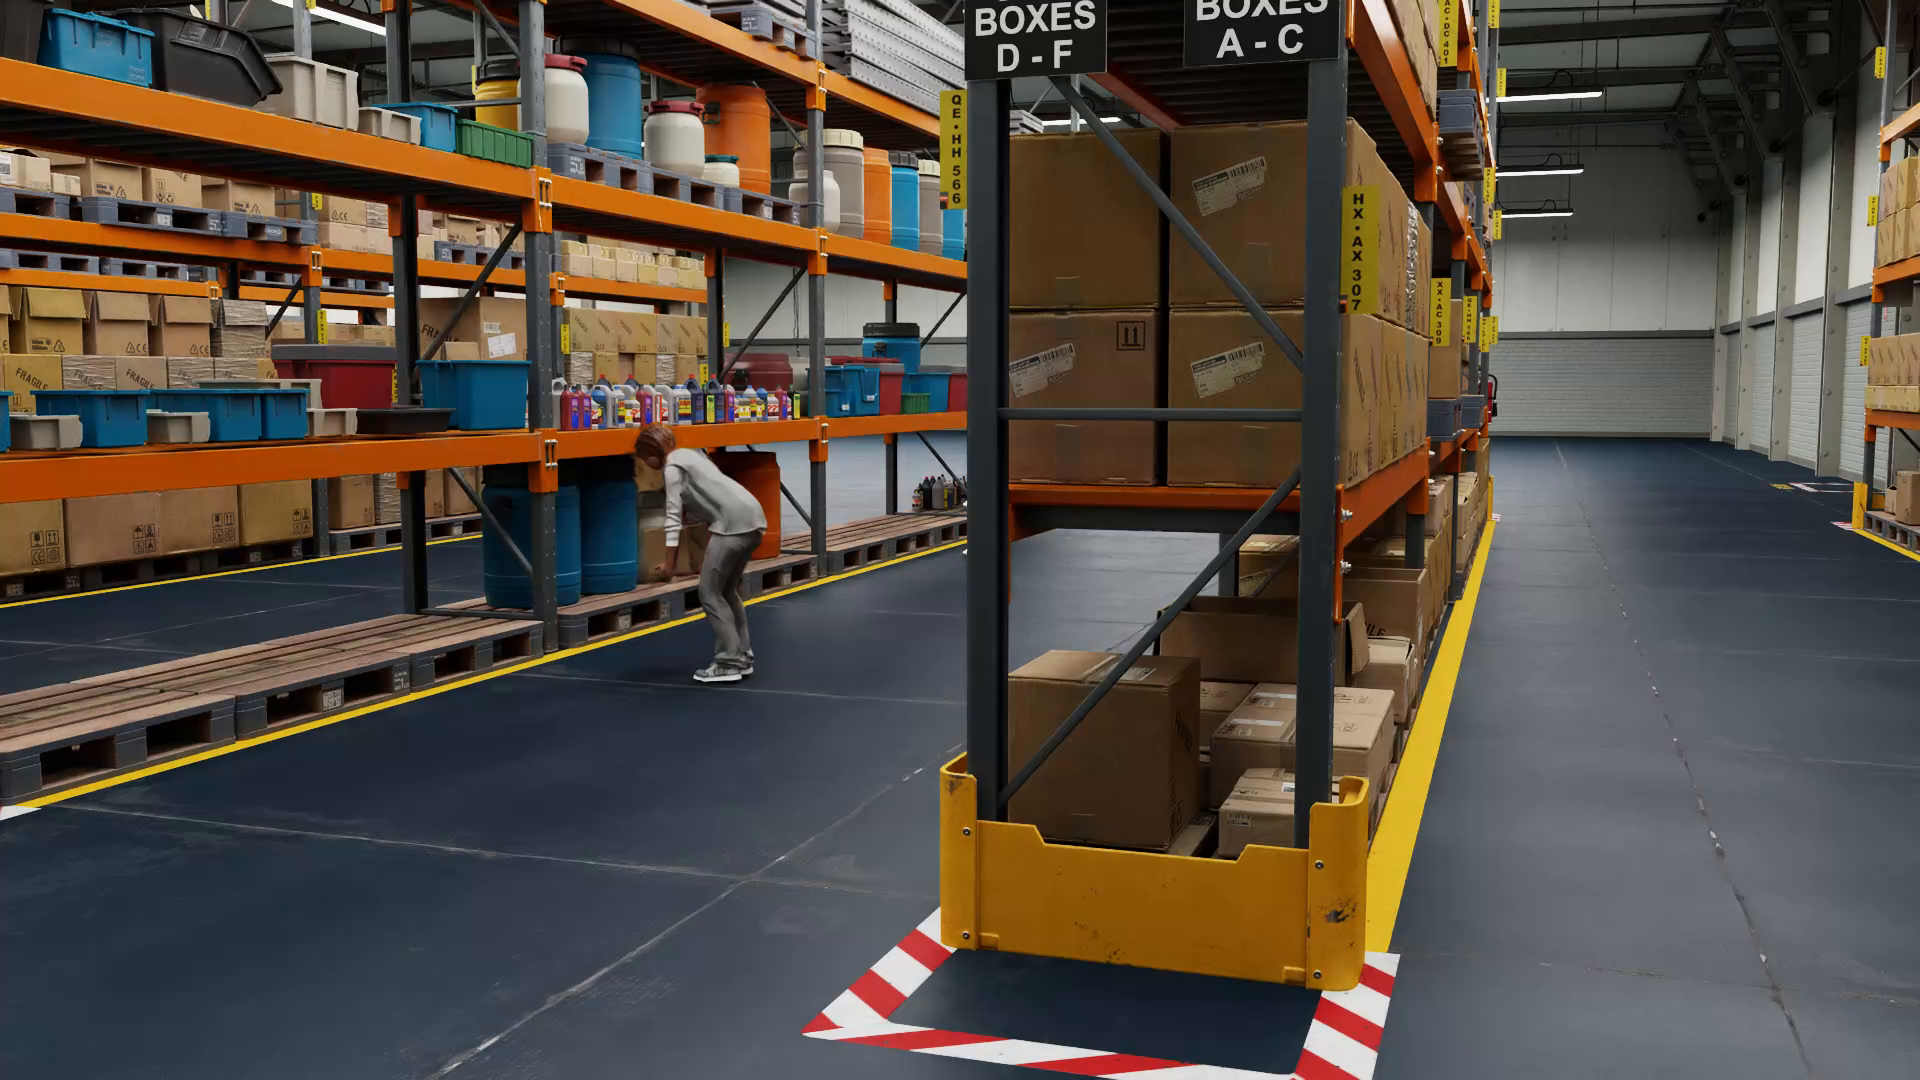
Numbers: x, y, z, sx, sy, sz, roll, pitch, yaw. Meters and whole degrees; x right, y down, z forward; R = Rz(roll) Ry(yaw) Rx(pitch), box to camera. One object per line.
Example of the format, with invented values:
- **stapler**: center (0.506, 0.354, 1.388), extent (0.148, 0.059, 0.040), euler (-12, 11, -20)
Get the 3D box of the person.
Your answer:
- **person**: center (-1.403, 0.067, 8.981), extent (0.737, 1.370, 0.374), euler (2, 6, 17)
